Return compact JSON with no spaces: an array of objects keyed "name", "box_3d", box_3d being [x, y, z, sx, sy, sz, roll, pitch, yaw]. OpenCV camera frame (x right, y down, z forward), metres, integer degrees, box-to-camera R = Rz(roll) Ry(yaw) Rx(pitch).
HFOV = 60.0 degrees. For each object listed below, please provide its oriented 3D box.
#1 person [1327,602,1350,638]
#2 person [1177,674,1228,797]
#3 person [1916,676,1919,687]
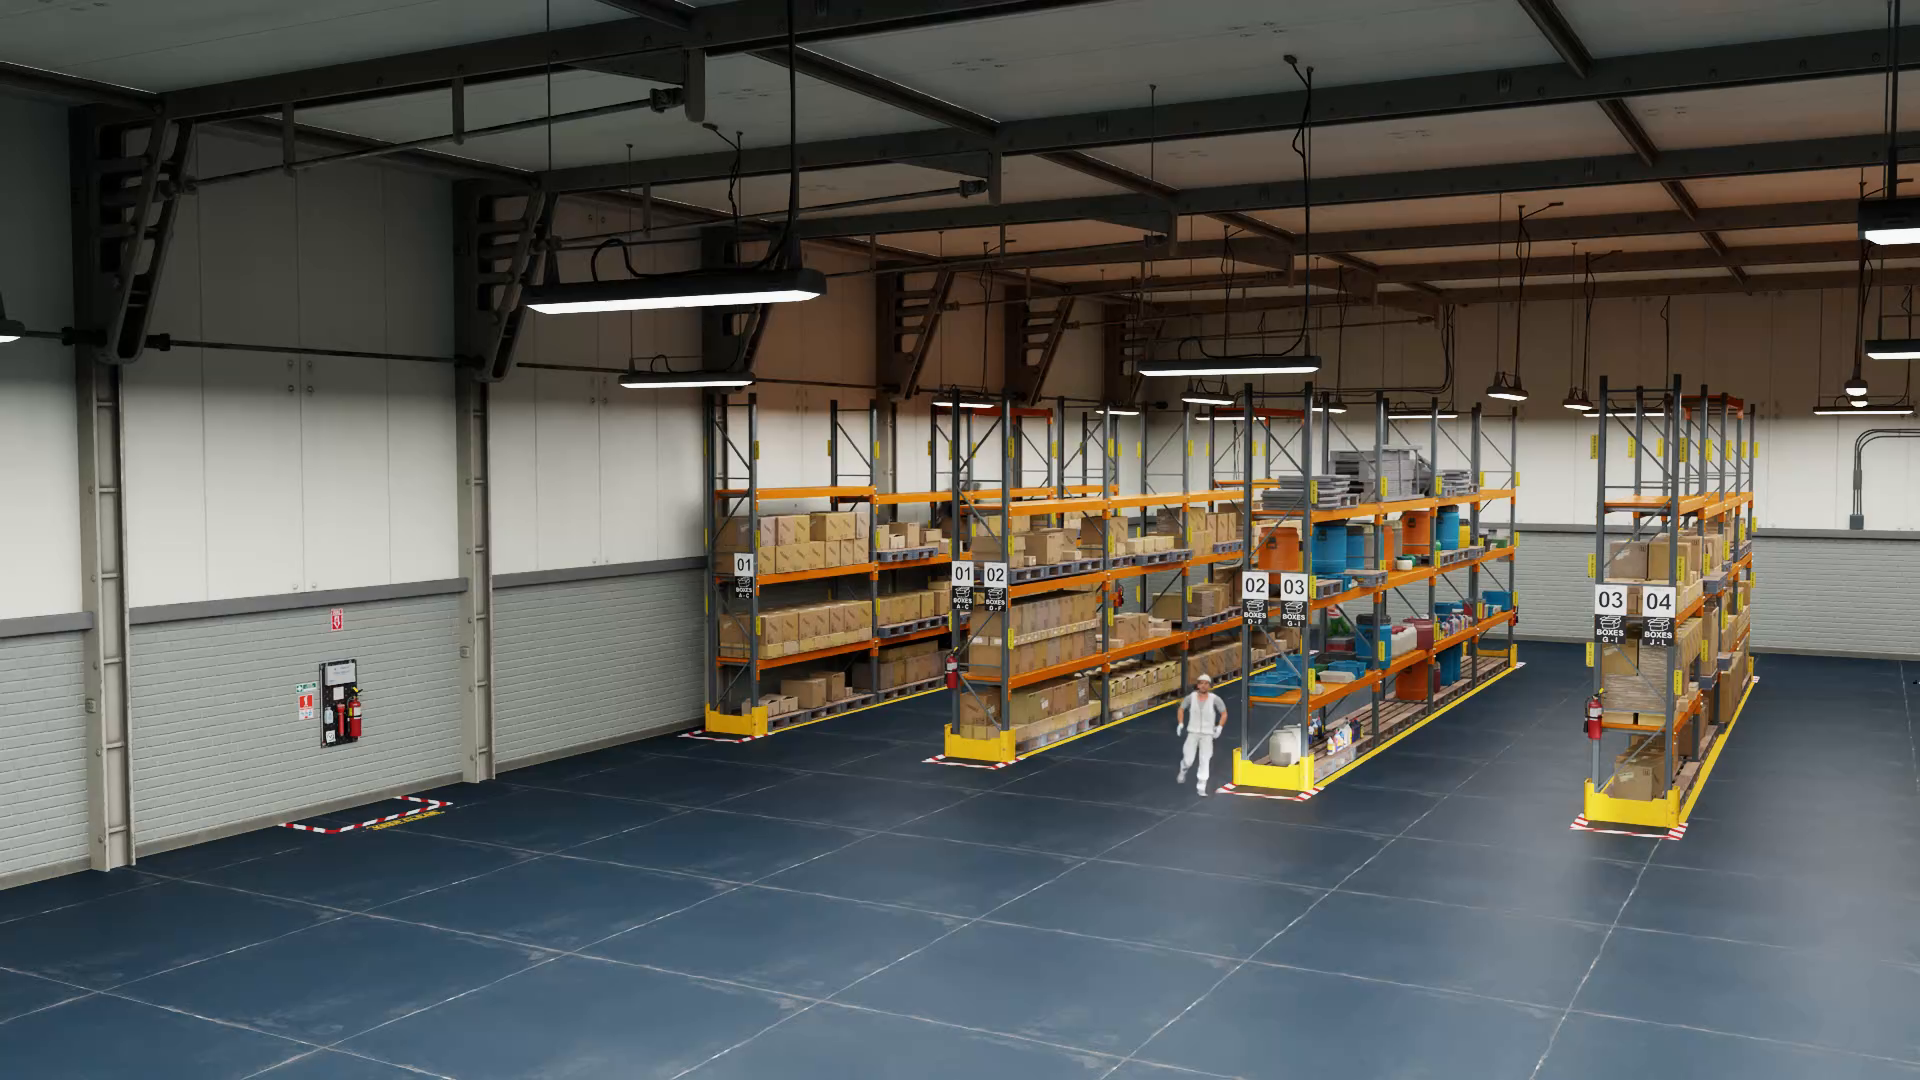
[{"name":"person","box_3d":[9.253,1.918,41.251,0.698,1.778,0.755,-3,4,-41]},{"name":"person","box_3d":[3.533,2.833,24.270,0.737,1.749,0.709,0,3,7]},{"name":"person","box_3d":[20.652,2.314,35.055,0.765,1.620,0.537,0,3,2]}]
